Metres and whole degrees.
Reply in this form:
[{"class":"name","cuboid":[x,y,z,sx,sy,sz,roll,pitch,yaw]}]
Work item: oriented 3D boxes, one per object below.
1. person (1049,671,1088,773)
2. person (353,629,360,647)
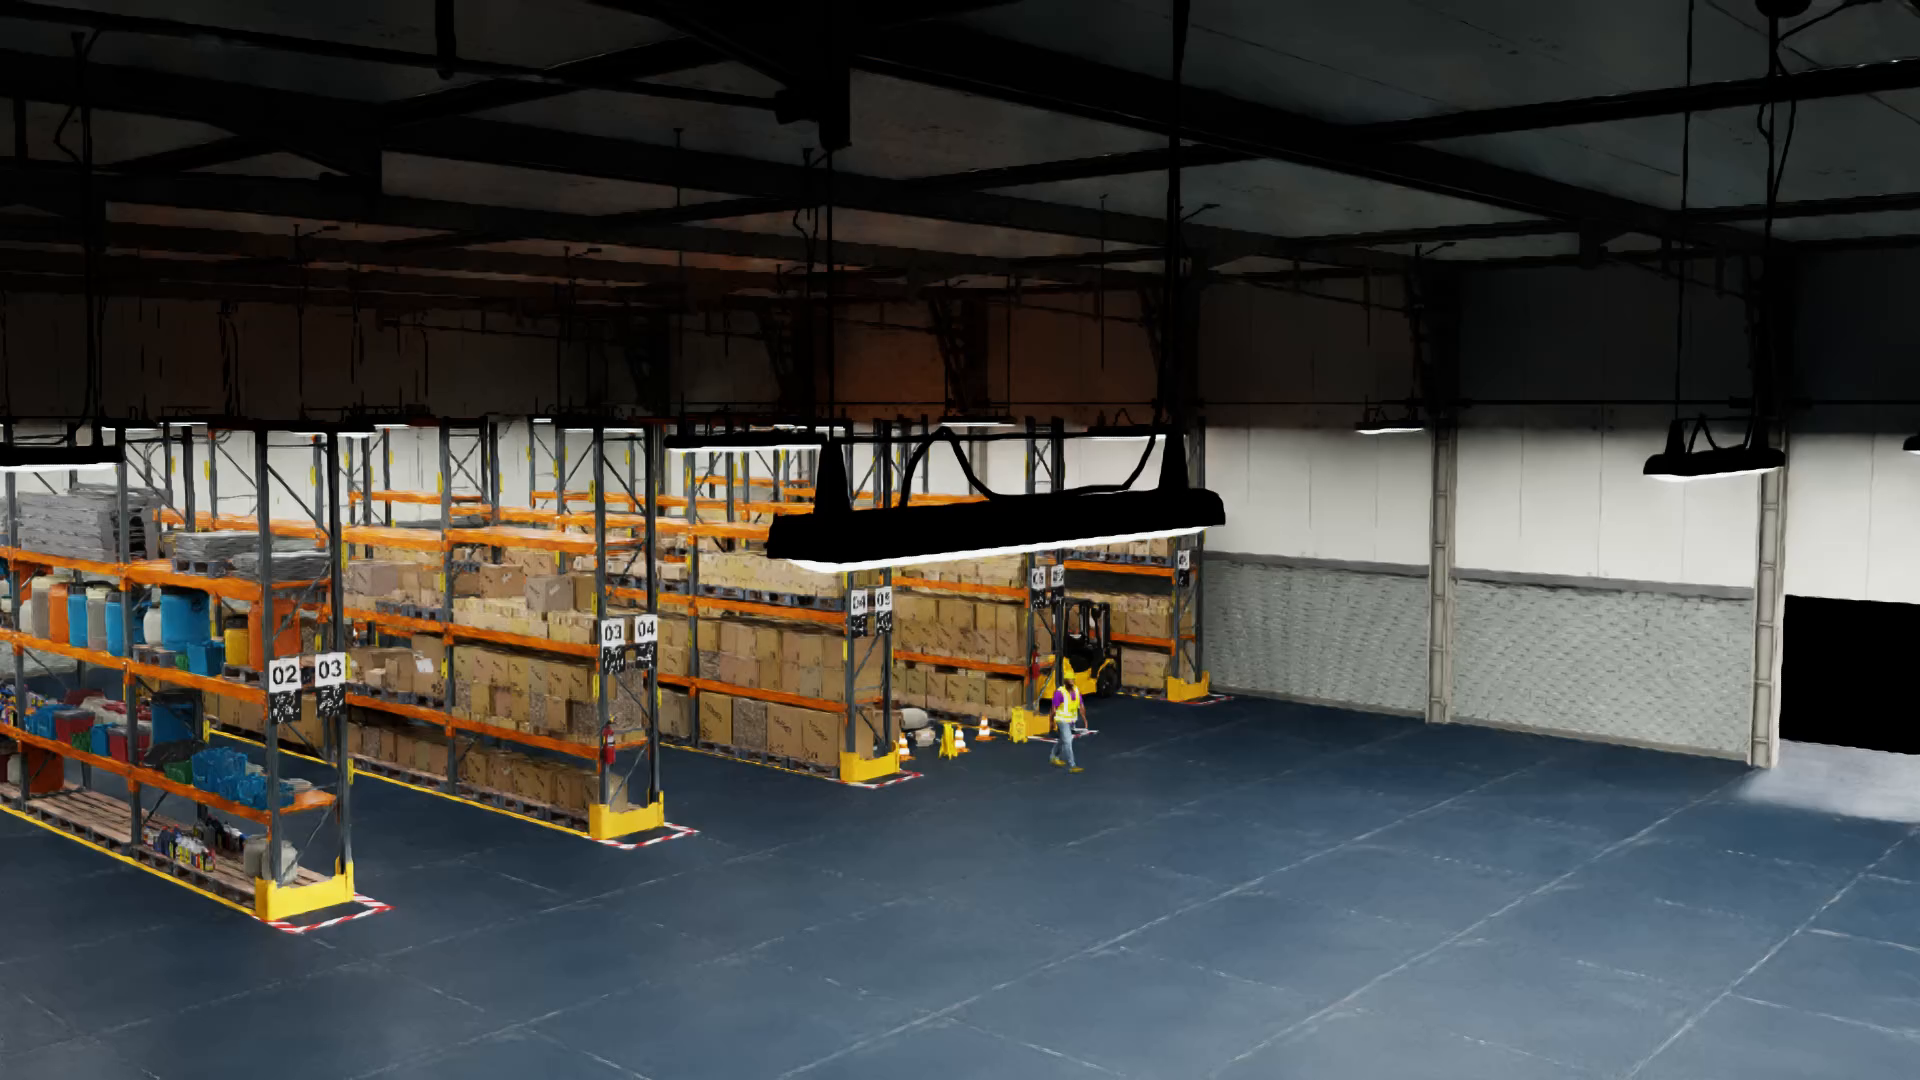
[{"class":"person","cuboid":[1.871,3.095,28.585,0.566,1.708,1.042,-4,6,-40]},{"class":"person","cuboid":[-12.186,2.653,33.419,0.598,1.782,0.463,2,5,21]}]
